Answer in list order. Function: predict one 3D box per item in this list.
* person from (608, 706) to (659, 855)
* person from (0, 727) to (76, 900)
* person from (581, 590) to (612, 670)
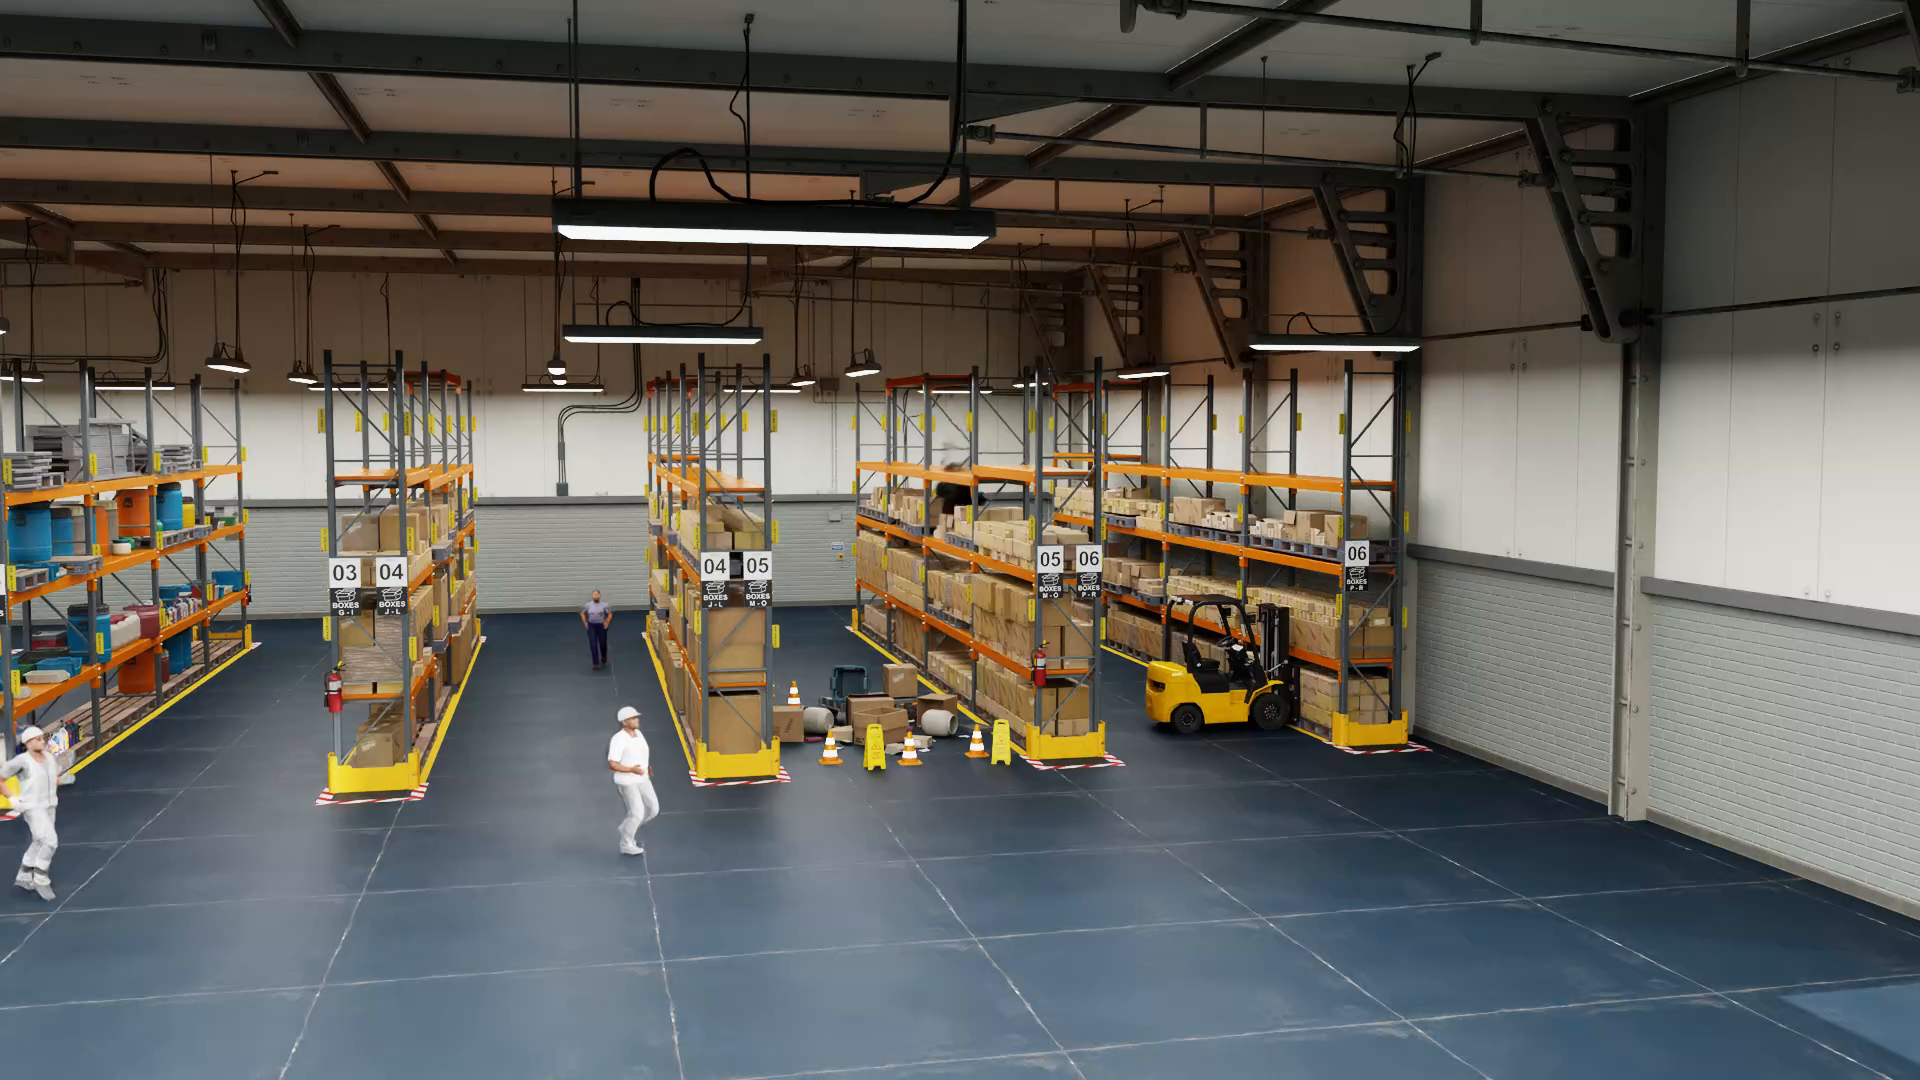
[{"bbox_3d":[-3.766,2.790,19.317,0.585,1.721,0.691,2,4,23],"label":"person"},{"bbox_3d":[-9.751,2.891,17.619,0.709,1.832,0.634,1,4,10],"label":"person"},{"bbox_3d":[-7.467,1.823,34.145,0.630,1.617,0.586,-1,4,-10],"label":"person"}]
